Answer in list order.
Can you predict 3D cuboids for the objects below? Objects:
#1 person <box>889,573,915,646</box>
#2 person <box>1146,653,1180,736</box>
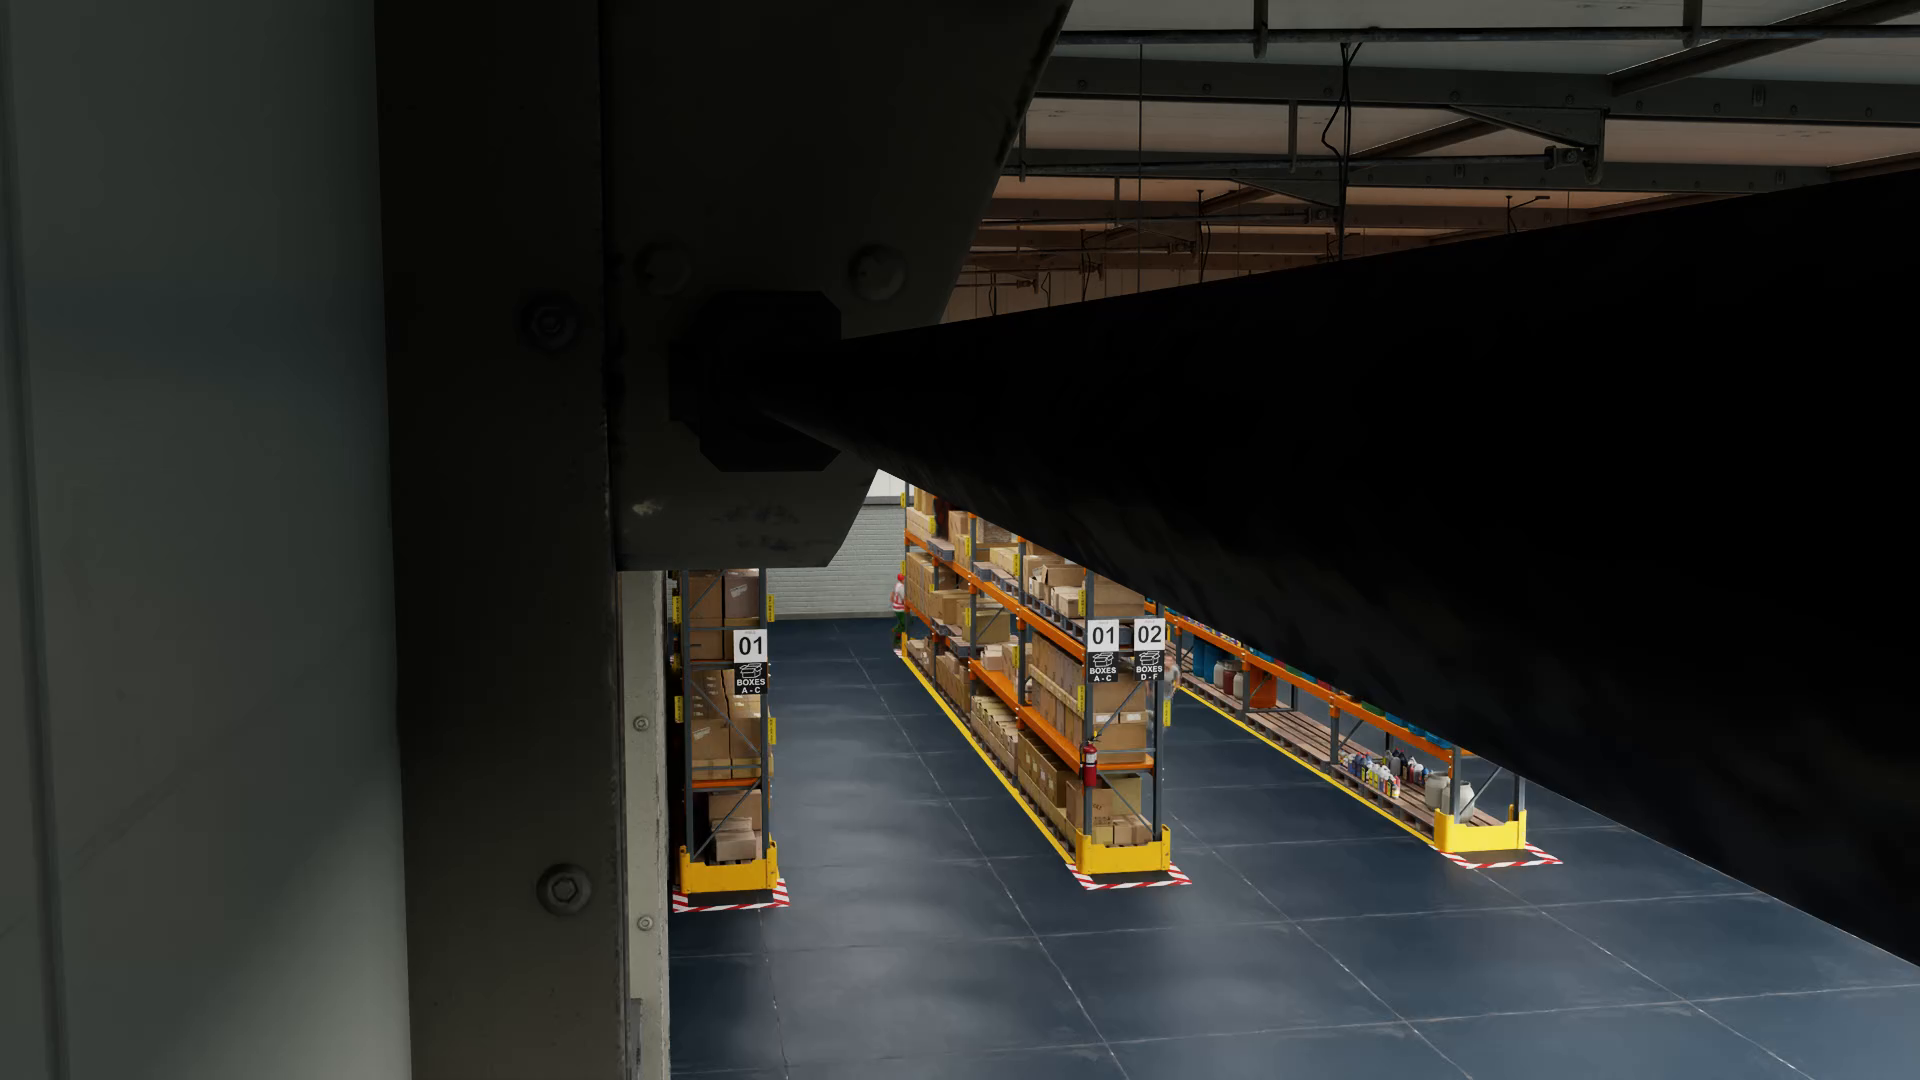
[{"bbox_3d":[-1.278,1.569,37.649,0.584,1.710,0.680,-1,6,-8],"label":"person"},{"bbox_3d":[3.404,2.656,27.994,0.554,1.600,0.707,-2,6,-17],"label":"person"}]
